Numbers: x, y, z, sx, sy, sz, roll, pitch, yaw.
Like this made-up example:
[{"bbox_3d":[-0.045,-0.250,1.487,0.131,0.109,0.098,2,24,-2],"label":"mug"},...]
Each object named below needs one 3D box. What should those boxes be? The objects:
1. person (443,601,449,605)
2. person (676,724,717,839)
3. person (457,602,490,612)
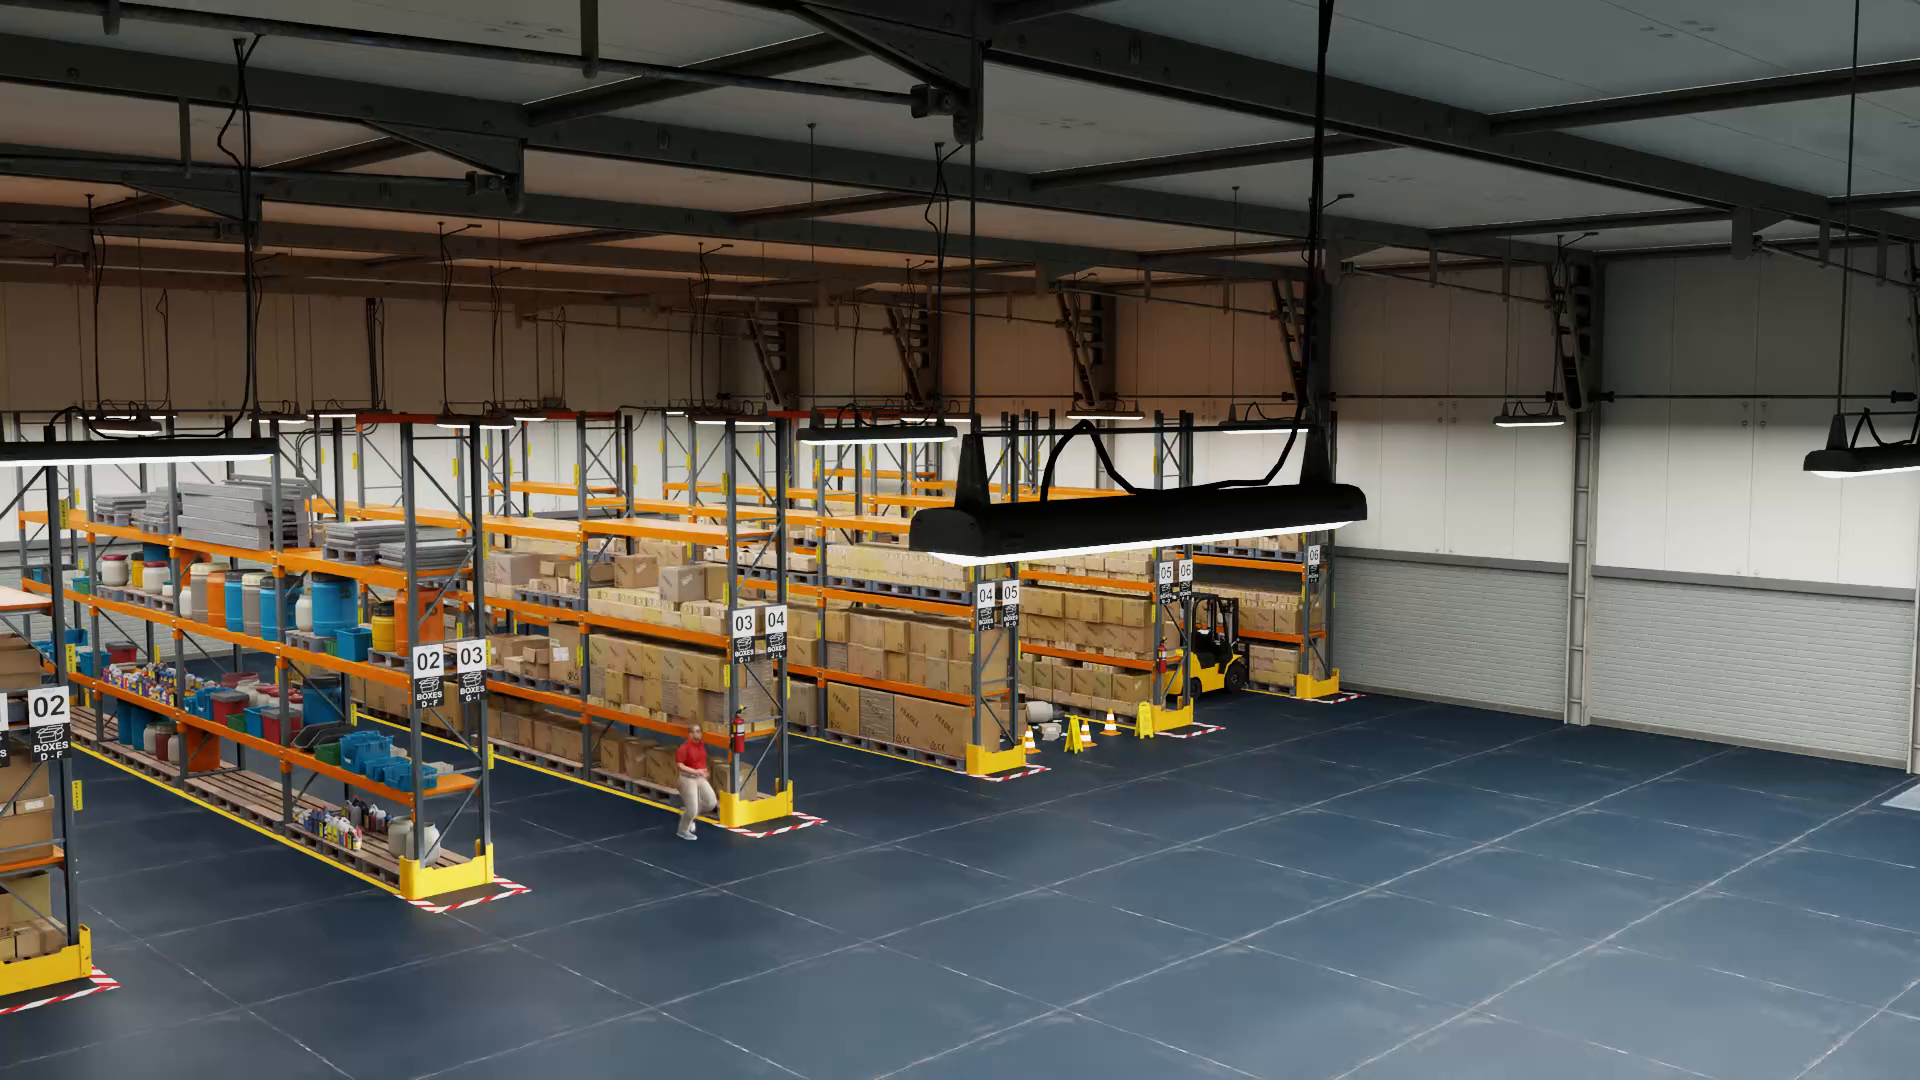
[{"bbox_3d":[-11.983,2.210,38.474,0.633,1.621,0.563,-1,5,-16],"label":"person"},{"bbox_3d":[-3.762,3.445,23.712,0.636,1.676,0.666,3,6,27],"label":"person"},{"bbox_3d":[-11.683,1.998,39.789,0.766,1.823,0.921,1,5,16],"label":"person"}]
